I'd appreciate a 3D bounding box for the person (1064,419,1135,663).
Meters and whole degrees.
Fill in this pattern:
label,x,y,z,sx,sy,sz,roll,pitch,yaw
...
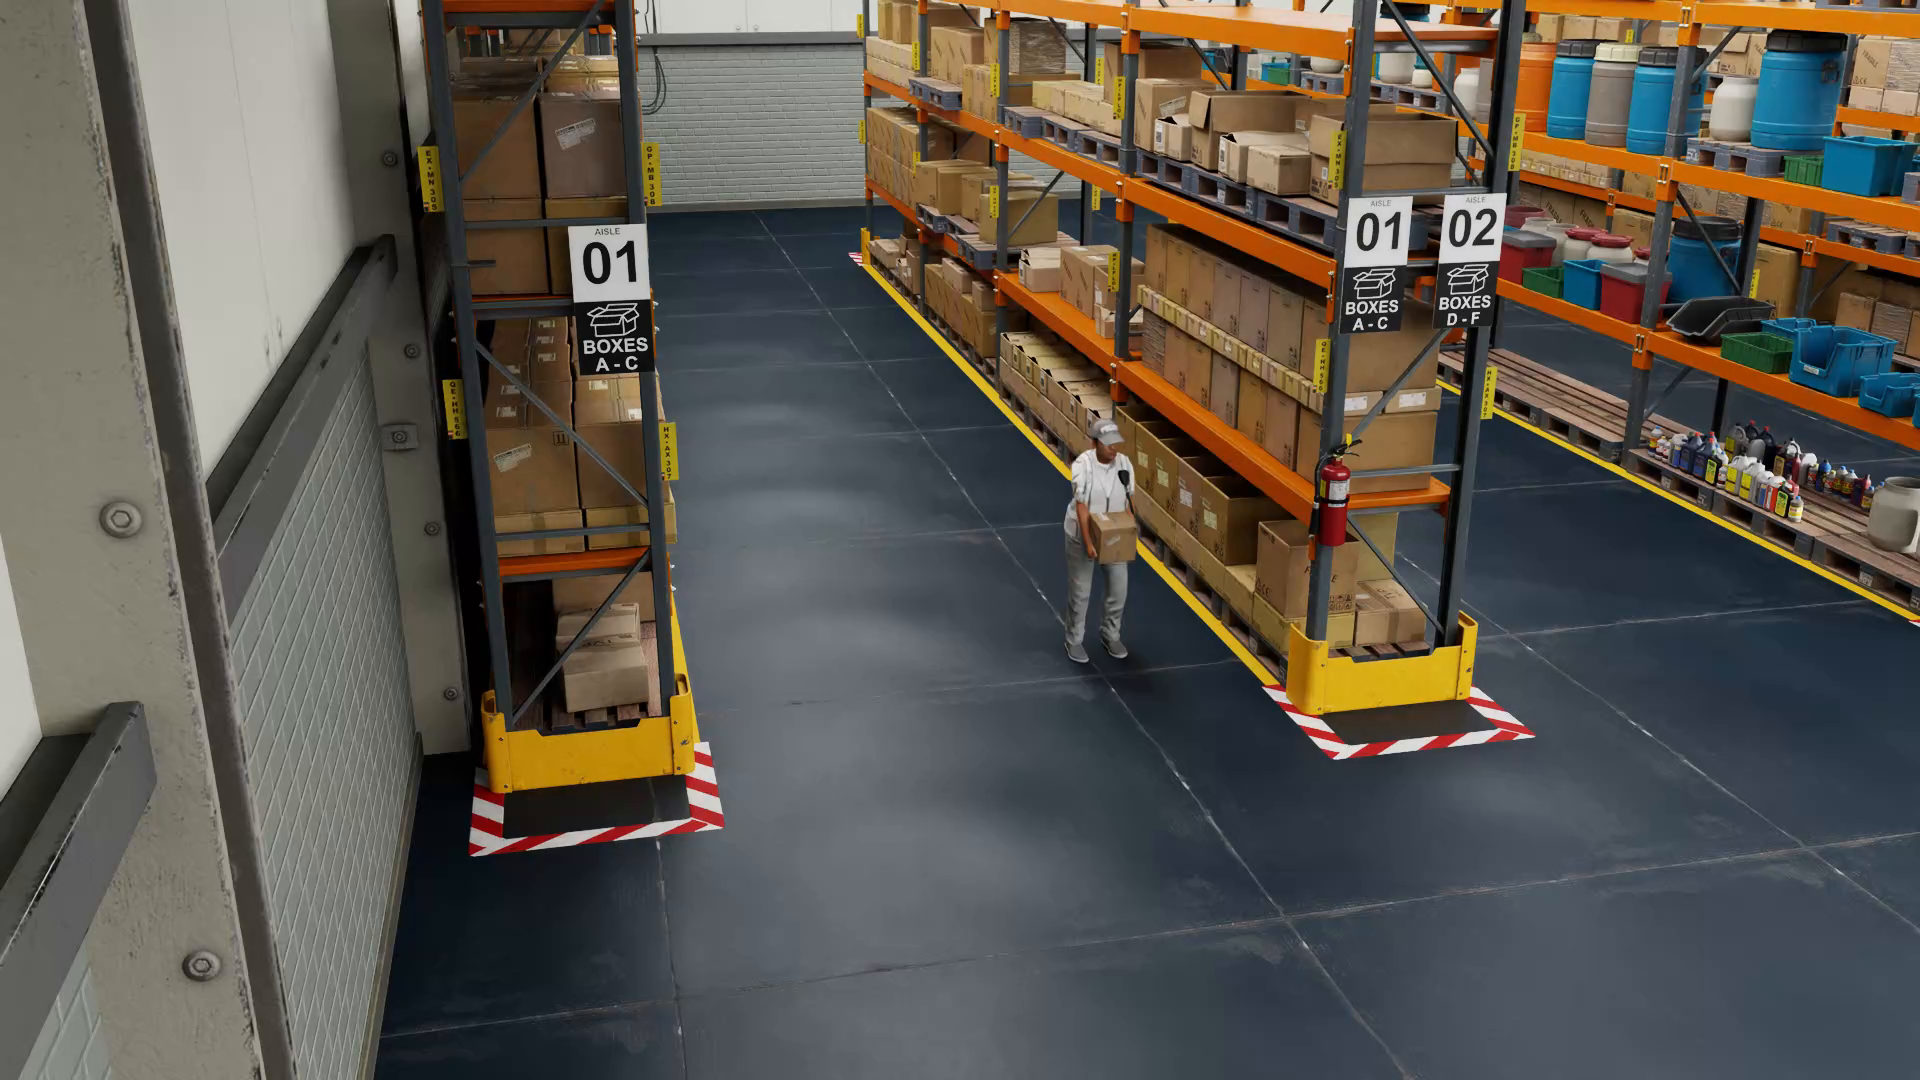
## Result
label,x,y,z,sx,sy,sz,roll,pitch,yaw
person,0.945,0.010,11.060,0.452,1.660,0.560,-5,20,-15
